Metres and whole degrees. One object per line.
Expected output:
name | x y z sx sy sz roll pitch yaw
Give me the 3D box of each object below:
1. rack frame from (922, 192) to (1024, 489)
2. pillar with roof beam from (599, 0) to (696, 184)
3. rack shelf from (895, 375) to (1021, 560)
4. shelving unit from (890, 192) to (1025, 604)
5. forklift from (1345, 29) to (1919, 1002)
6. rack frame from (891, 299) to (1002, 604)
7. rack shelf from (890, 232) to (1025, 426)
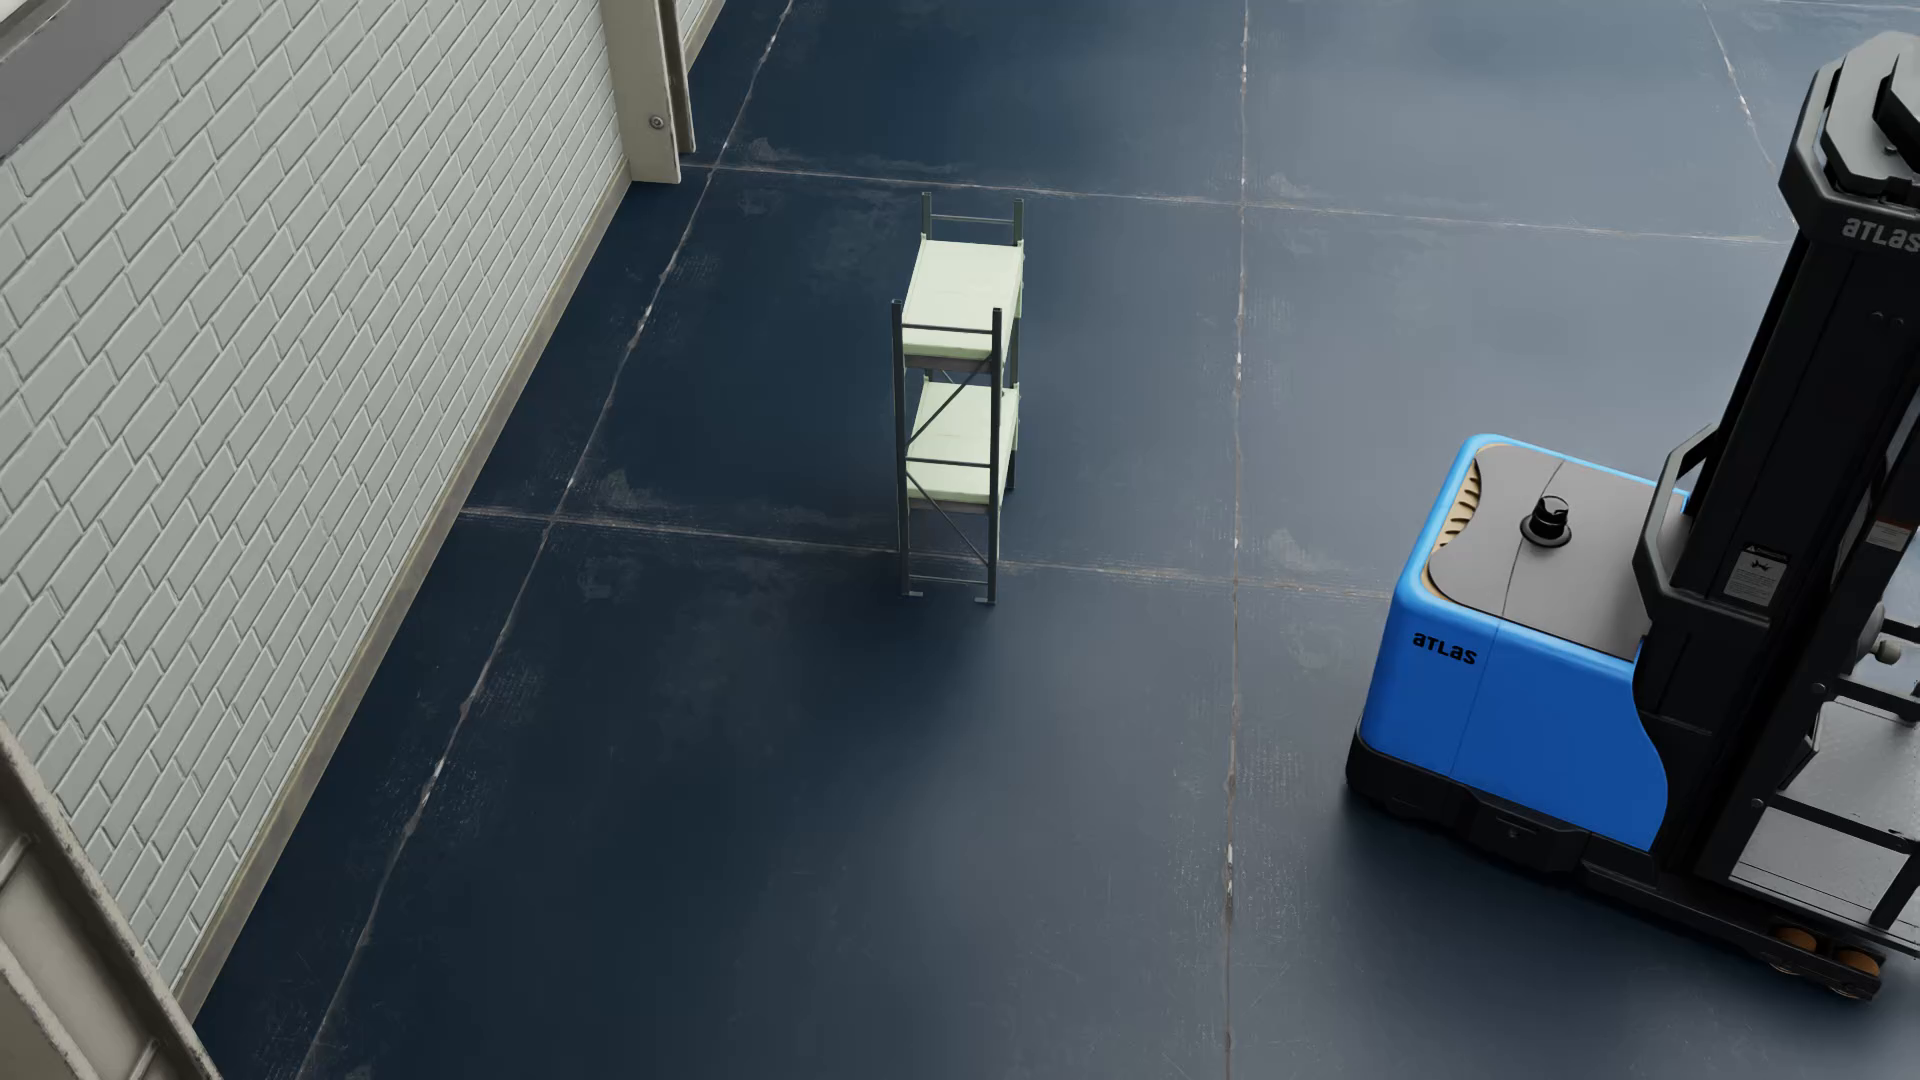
rack frame | 0.049 -0.799 7.025 0.400 1.500 0.023 5 44 6
pillar with roof beam | 2.552 -5.039 6.049 9.100 9.000 0.400 5 44 6
rack shelf | 0.001 -0.312 6.985 0.431 0.370 0.720 5 44 6
shelving unit | 0.001 -0.549 6.761 0.431 1.500 0.755 5 44 6
forklift | 2.994 0.063 5.073 3.031 2.935 1.130 20 47 20
rack frame | -0.048 -0.300 6.498 0.400 1.500 0.023 5 44 6
rack shelf | 0.001 -0.833 6.493 0.431 0.370 0.720 5 44 6
